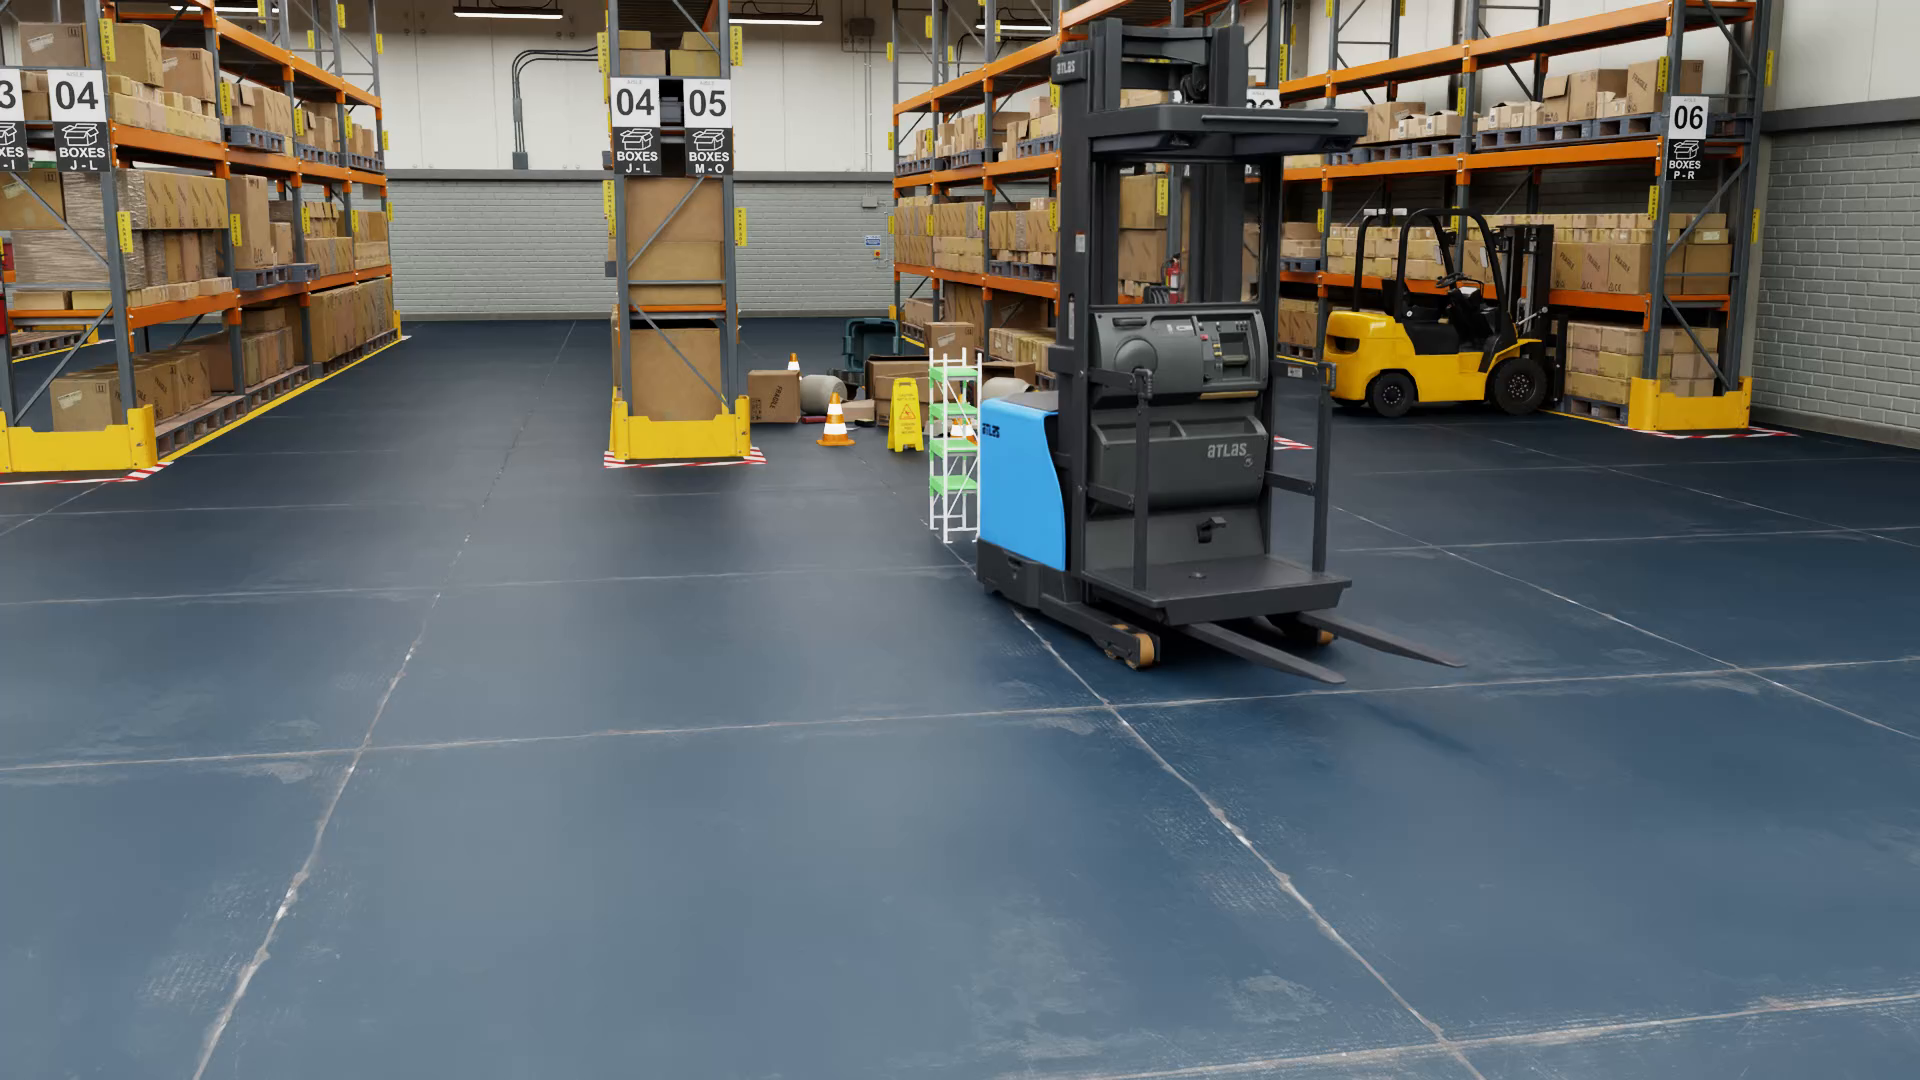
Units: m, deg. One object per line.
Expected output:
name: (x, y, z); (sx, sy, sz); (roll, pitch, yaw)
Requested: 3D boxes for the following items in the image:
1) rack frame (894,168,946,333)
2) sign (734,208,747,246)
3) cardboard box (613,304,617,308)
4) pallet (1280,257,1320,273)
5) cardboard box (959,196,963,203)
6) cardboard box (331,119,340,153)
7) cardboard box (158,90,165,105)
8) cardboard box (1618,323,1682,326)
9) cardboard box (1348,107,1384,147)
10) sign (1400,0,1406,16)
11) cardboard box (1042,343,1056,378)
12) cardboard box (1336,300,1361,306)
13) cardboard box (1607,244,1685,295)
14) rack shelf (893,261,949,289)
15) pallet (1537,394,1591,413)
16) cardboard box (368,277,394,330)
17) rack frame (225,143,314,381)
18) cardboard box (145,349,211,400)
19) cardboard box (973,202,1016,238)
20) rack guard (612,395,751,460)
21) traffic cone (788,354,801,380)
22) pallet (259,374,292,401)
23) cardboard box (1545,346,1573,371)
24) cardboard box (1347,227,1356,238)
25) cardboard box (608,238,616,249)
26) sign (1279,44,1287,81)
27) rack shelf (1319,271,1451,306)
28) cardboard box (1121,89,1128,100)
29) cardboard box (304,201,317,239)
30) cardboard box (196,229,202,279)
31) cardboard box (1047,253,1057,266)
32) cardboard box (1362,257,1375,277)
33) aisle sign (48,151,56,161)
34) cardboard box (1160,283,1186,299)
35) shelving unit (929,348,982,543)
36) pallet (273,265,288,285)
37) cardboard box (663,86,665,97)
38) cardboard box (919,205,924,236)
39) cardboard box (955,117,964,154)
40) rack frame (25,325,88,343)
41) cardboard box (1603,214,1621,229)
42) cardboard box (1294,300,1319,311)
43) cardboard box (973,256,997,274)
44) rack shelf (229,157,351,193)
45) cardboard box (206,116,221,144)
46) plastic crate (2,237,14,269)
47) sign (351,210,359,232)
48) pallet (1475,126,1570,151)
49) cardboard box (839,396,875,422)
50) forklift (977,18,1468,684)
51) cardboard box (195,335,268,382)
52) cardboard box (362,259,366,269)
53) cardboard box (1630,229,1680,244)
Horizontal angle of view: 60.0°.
rack frame: (-0.717, -5.356, 30.812); (1.000, 3.000, 0.127); (-2, 11, -11)
sign: (-1.896, -2.706, 14.363); (0.100, 0.325, 0.005); (-2, 11, -11)
cardboard box: (-3.967, -2.676, 21.627); (1.050, 0.750, 0.750); (-2, 11, -12)
pallet: (5.506, -4.097, 24.713); (1.213, 0.211, 1.003); (-2, 11, -11)
cardboard box: (0.188, -5.595, 27.392); (0.380, 0.149, 0.250); (-2, 11, -10)
cardboard box: (-9.871, -6.181, 25.468); (0.700, 0.500, 0.500); (-3, 11, -14)
cardboard box: (-7.530, -4.047, 15.248); (0.380, 0.149, 0.250); (-3, 11, -13)
cardboard box: (7.254, -2.136, 17.451); (0.500, 0.250, 0.500); (-2, 11, -11)
cardboard box: (5.609, -5.706, 22.972); (0.500, 0.500, 0.500); (-2, 11, -11)
sign: (6.250, -7.574, 23.502); (0.100, 0.325, 0.005); (-2, 11, -11)
cardboard box: (1.512, -2.166, 19.960); (0.950, 0.372, 0.625); (-2, 11, -10)
cardboard box: (5.886, -3.523, 25.012); (0.380, 0.149, 0.250); (-2, 11, -9)
cardboard box: (6.909, -2.732, 16.761); (0.500, 0.500, 0.500); (-2, 11, -12)
rack shelf: (-0.328, -4.635, 28.952); (1.077, 0.370, 4.000); (-2, 11, -11)
pallet: (6.839, -1.595, 18.509); (1.003, 0.211, 1.213); (-2, 11, -11)
cardboard box: (-10.235, -4.043, 28.477); (0.875, 0.875, 0.875); (-2, 11, -11)
rack frame: (-8.882, -3.528, 21.210); (1.000, 3.000, 0.127); (-2, 11, -11)
cardboard box: (-8.066, -1.698, 17.157); (0.500, 0.500, 0.500); (-2, 11, -13)
cardboard box: (0.481, -4.514, 23.449); (0.500, 0.500, 0.500); (-2, 11, -13)
rack guard: (-2.437, -0.990, 14.562); (1.175, 0.500, 0.348); (-2, 11, -11)
traffic cone: (-1.999, -2.011, 20.024); (0.336, 0.463, 0.334); (-2, 11, -11)
pallet: (-8.498, -1.791, 19.544); (1.003, 0.211, 1.213); (-2, 11, -11)
cardboard box: (6.653, -1.968, 17.905); (0.500, 0.250, 0.500); (-2, 11, -12)
cardboard box: (5.608, -4.273, 23.122); (0.380, 0.149, 0.250); (-2, 11, -9)
cardboard box: (-4.540, -3.993, 22.405); (0.380, 0.149, 0.250); (-2, 11, -10)
sign: (2.927, -4.344, 15.136); (0.100, 0.325, 0.005); (-2, 11, -11)
rack shelf: (6.096, -3.349, 22.195); (1.077, 0.370, 4.000); (-2, 11, -11)
cardboard box: (1.708, -4.494, 16.804); (0.380, 0.149, 0.250); (-2, 11, -10)
cardboard box: (-9.133, -4.324, 22.443); (0.797, 0.503, 0.637); (-2, 11, -10)
cardboard box: (-8.015, -2.812, 16.384); (0.875, 0.500, 0.500); (-2, 11, -11)
cardboard box: (1.246, -3.322, 19.676); (0.380, 0.149, 0.250); (-2, 11, -10)
cardboard box: (5.753, -3.719, 22.614); (0.500, 0.250, 0.500); (-2, 11, -13)
aisle sign: (-15.023, -6.116, 27.855); (0.394, 0.787, 0.004); (-2, 11, -11)
cardboard box: (2.112, -2.358, 15.737); (0.380, 0.149, 0.250); (-2, 11, -9)
shelving unit: (-0.032, -0.620, 10.744); (0.258, 1.200, 0.503); (-2, 11, -11)
pallet: (-8.457, -3.072, 19.328); (1.003, 0.211, 1.213); (-2, 11, -11)
cardboard box: (-2.678, -4.492, 16.468); (0.500, 0.250, 0.500); (-2, 11, -12)
cardboard box: (-0.393, -5.332, 27.747); (0.500, 0.500, 0.500); (-2, 11, -12)
cardboard box: (0.211, -5.930, 24.417); (0.500, 0.500, 0.500); (-2, 11, -10)
rack frame: (-15.297, -4.815, 27.972); (1.000, 3.000, 0.127); (-2, 11, -11)
cardboard box: (6.830, -3.265, 17.032); (0.380, 0.149, 0.250); (-2, 11, -10)
cardboard box: (5.271, -3.547, 25.136); (0.380, 0.149, 0.250); (-2, 11, -13)
cardboard box: (0.485, -3.898, 23.555); (0.500, 0.250, 0.500); (-3, 11, -13)
rack shelf: (-9.271, -5.015, 22.924); (1.077, 0.370, 4.000); (-2, 11, -11)
cardboard box: (-7.760, -4.120, 16.700); (0.500, 0.250, 0.500); (-2, 11, -9)
plastic crate: (-14.446, -4.315, 25.015); (0.402, 0.464, 0.583); (-2, 11, -11)
sign: (-9.130, -4.813, 25.076); (0.100, 0.325, 0.005); (-2, 11, -11)
pallet: (6.676, -4.610, 19.112); (1.003, 0.211, 1.213); (-2, 11, -11)
cardboard box: (-1.078, -1.365, 17.157); (0.396, 0.266, 0.258); (0, 11, -1)
forklift: (1.159, -0.942, 7.805); (1.130, 2.935, 3.031); (-5, 12, -24)
cardboard box: (-8.386, -2.087, 19.146); (0.700, 0.500, 0.500); (-3, 11, -16)
cardboard box: (-9.495, -4.301, 25.943); (0.380, 0.149, 0.250); (-2, 11, -9)
cardboard box: (6.920, -3.023, 16.557); (0.380, 0.149, 0.250); (-2, 11, -10)
